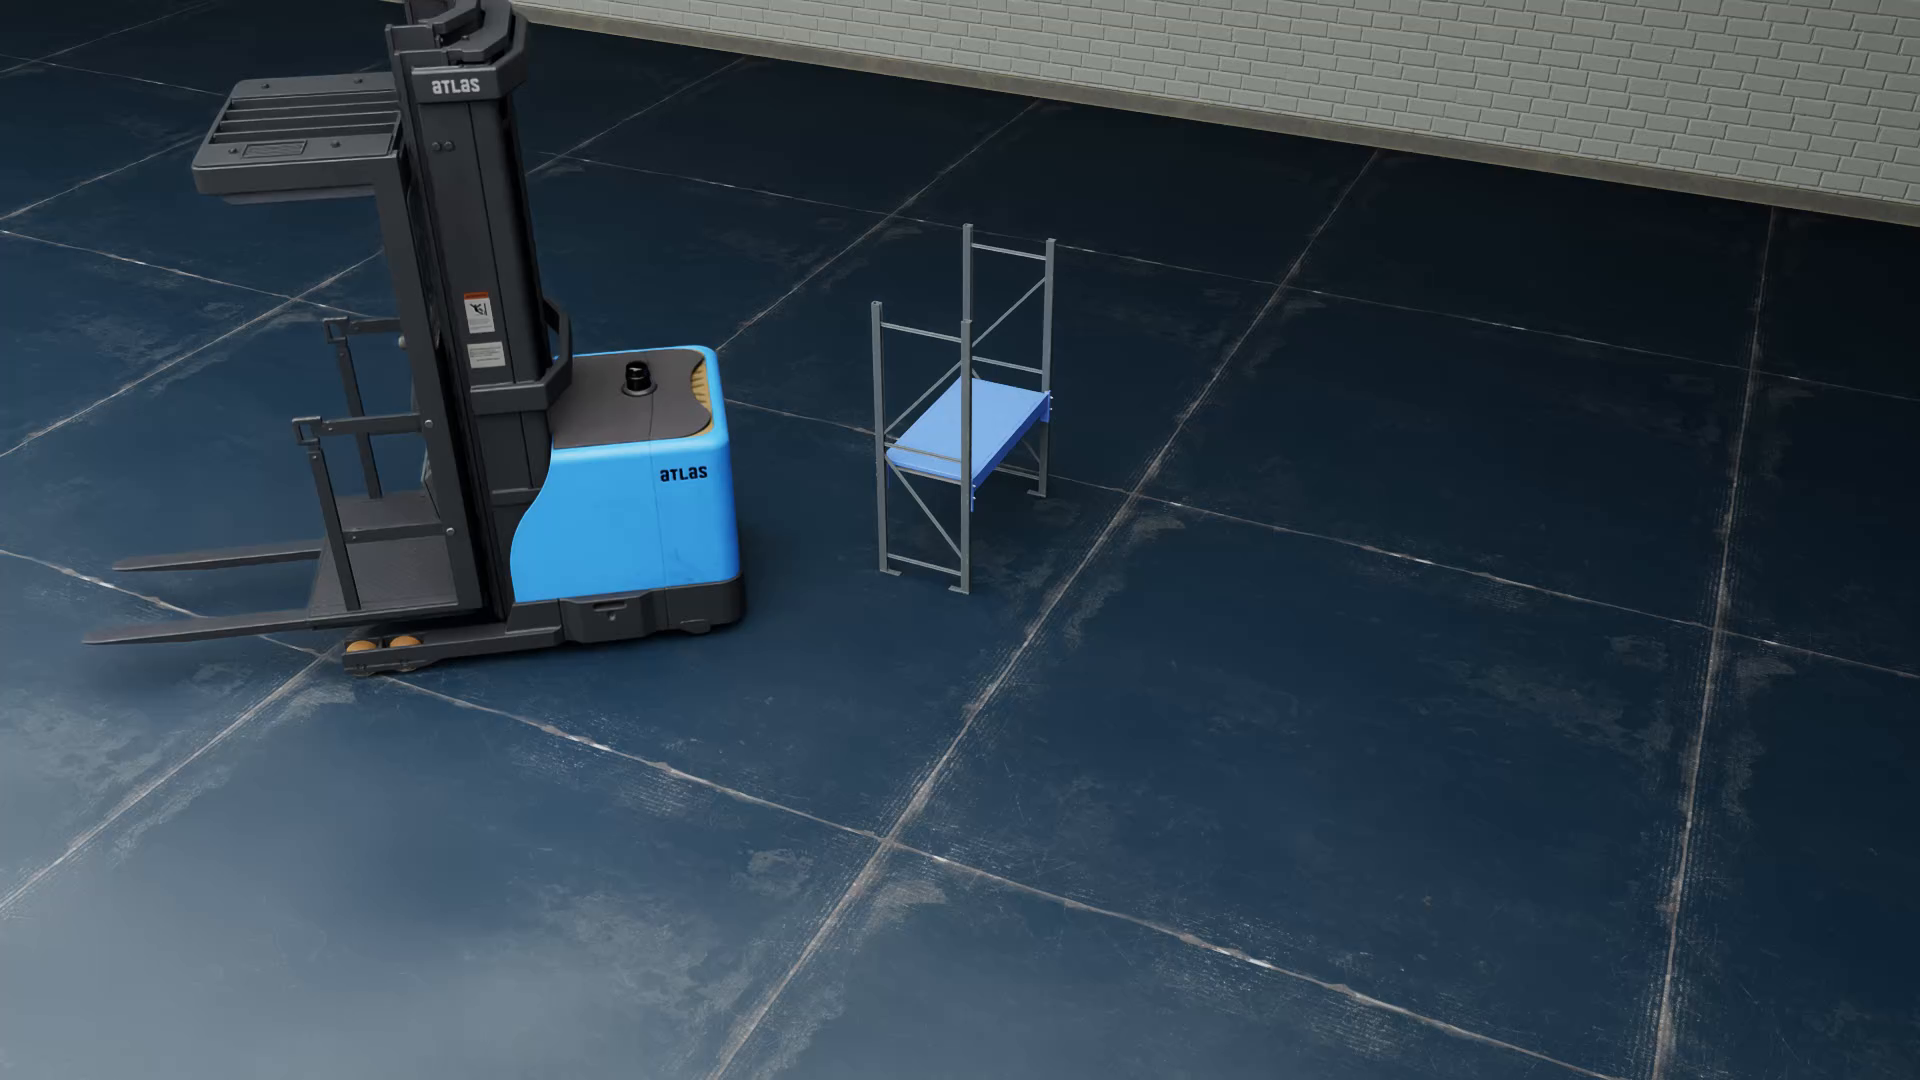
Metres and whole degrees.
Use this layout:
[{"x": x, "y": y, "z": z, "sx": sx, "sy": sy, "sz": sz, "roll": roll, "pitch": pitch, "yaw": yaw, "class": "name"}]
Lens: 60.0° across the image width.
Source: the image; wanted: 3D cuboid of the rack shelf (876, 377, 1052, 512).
[{"x": 0.036, "y": -0.519, "z": 8.502, "sx": 0.538, "sy": 0.185, "sz": 1.000, "roll": 14, "pitch": 36, "yaw": 20, "class": "rack shelf"}]

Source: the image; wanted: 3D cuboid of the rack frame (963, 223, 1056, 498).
[{"x": 0.248, "y": -0.923, "z": 8.790, "sx": 0.500, "sy": 1.500, "sz": 0.032, "roll": 14, "pitch": 36, "yaw": 20, "class": "rack frame"}]

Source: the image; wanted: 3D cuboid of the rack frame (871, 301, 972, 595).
[{"x": -0.177, "y": -0.417, "z": 8.017, "sx": 0.500, "sy": 1.500, "sz": 0.032, "roll": 14, "pitch": 36, "yaw": 20, "class": "rack frame"}]

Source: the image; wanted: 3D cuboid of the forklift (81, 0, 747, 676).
[{"x": -2.607, "y": -0.903, "z": 7.454, "sx": 3.031, "sy": 2.935, "sz": 1.130, "roll": -6, "pitch": 34, "yaw": -9, "class": "forklift"}]

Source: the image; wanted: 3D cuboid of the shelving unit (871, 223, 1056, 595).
[{"x": 0.036, "y": -0.670, "z": 8.404, "sx": 0.538, "sy": 1.500, "sz": 1.048, "roll": 14, "pitch": 36, "yaw": 20, "class": "shelving unit"}]
